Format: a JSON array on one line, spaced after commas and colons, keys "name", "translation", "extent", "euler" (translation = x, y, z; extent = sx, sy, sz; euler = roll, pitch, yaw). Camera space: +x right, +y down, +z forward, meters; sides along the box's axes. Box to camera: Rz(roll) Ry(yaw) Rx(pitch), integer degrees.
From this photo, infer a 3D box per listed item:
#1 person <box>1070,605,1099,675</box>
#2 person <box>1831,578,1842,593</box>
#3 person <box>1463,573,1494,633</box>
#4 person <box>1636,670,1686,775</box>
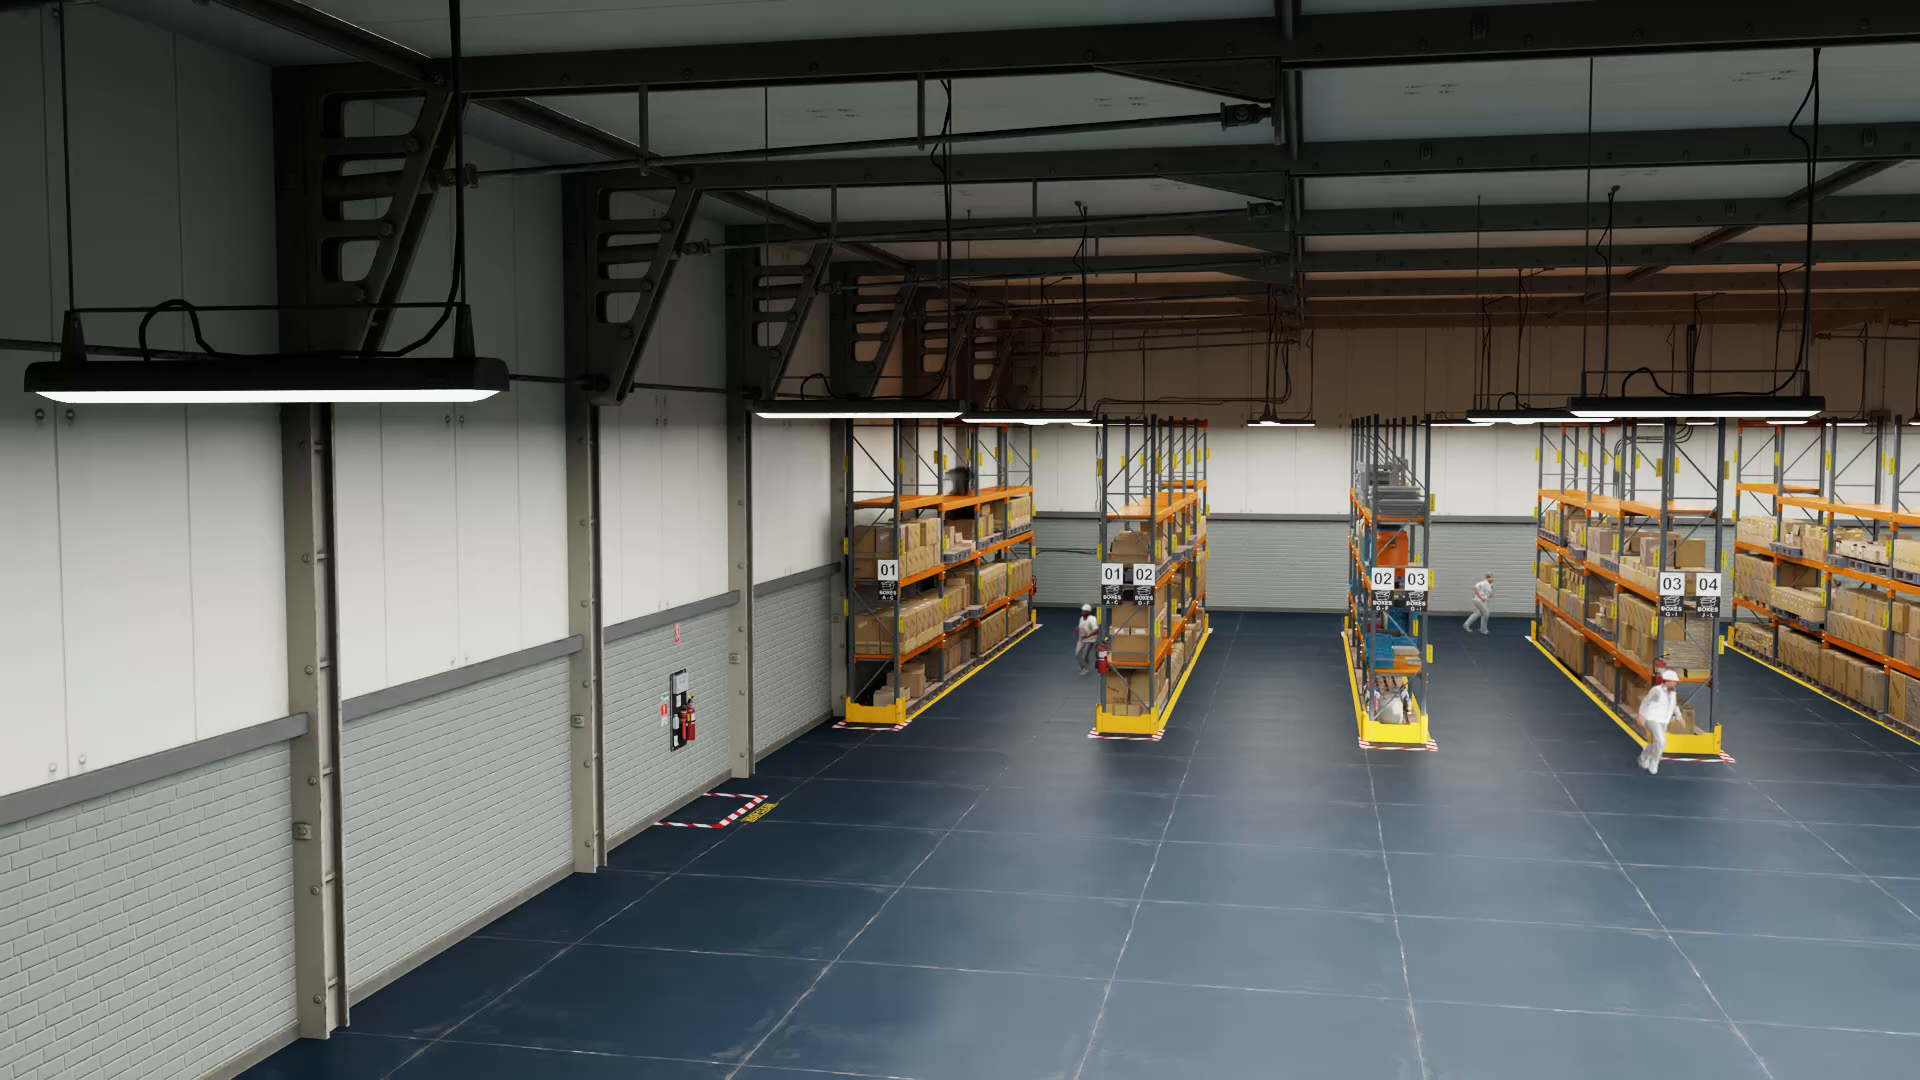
[{"name": "person", "translation": [2.941, 2.283, 38.785], "extent": [0.803, 1.587, 0.530], "euler": [3, 5, 39]}, {"name": "person", "translation": [23.712, 1.866, 44.968], "extent": [0.912, 1.676, 0.614], "euler": [0, 4, 0]}, {"name": "person", "translation": [14.677, 1.772, 46.971], "extent": [0.791, 1.734, 0.635], "euler": [2, 4, 31]}, {"name": "person", "translation": [11.682, 3.016, 27.823], "extent": [0.642, 1.722, 0.758], "euler": [-2, 4, -28]}]
